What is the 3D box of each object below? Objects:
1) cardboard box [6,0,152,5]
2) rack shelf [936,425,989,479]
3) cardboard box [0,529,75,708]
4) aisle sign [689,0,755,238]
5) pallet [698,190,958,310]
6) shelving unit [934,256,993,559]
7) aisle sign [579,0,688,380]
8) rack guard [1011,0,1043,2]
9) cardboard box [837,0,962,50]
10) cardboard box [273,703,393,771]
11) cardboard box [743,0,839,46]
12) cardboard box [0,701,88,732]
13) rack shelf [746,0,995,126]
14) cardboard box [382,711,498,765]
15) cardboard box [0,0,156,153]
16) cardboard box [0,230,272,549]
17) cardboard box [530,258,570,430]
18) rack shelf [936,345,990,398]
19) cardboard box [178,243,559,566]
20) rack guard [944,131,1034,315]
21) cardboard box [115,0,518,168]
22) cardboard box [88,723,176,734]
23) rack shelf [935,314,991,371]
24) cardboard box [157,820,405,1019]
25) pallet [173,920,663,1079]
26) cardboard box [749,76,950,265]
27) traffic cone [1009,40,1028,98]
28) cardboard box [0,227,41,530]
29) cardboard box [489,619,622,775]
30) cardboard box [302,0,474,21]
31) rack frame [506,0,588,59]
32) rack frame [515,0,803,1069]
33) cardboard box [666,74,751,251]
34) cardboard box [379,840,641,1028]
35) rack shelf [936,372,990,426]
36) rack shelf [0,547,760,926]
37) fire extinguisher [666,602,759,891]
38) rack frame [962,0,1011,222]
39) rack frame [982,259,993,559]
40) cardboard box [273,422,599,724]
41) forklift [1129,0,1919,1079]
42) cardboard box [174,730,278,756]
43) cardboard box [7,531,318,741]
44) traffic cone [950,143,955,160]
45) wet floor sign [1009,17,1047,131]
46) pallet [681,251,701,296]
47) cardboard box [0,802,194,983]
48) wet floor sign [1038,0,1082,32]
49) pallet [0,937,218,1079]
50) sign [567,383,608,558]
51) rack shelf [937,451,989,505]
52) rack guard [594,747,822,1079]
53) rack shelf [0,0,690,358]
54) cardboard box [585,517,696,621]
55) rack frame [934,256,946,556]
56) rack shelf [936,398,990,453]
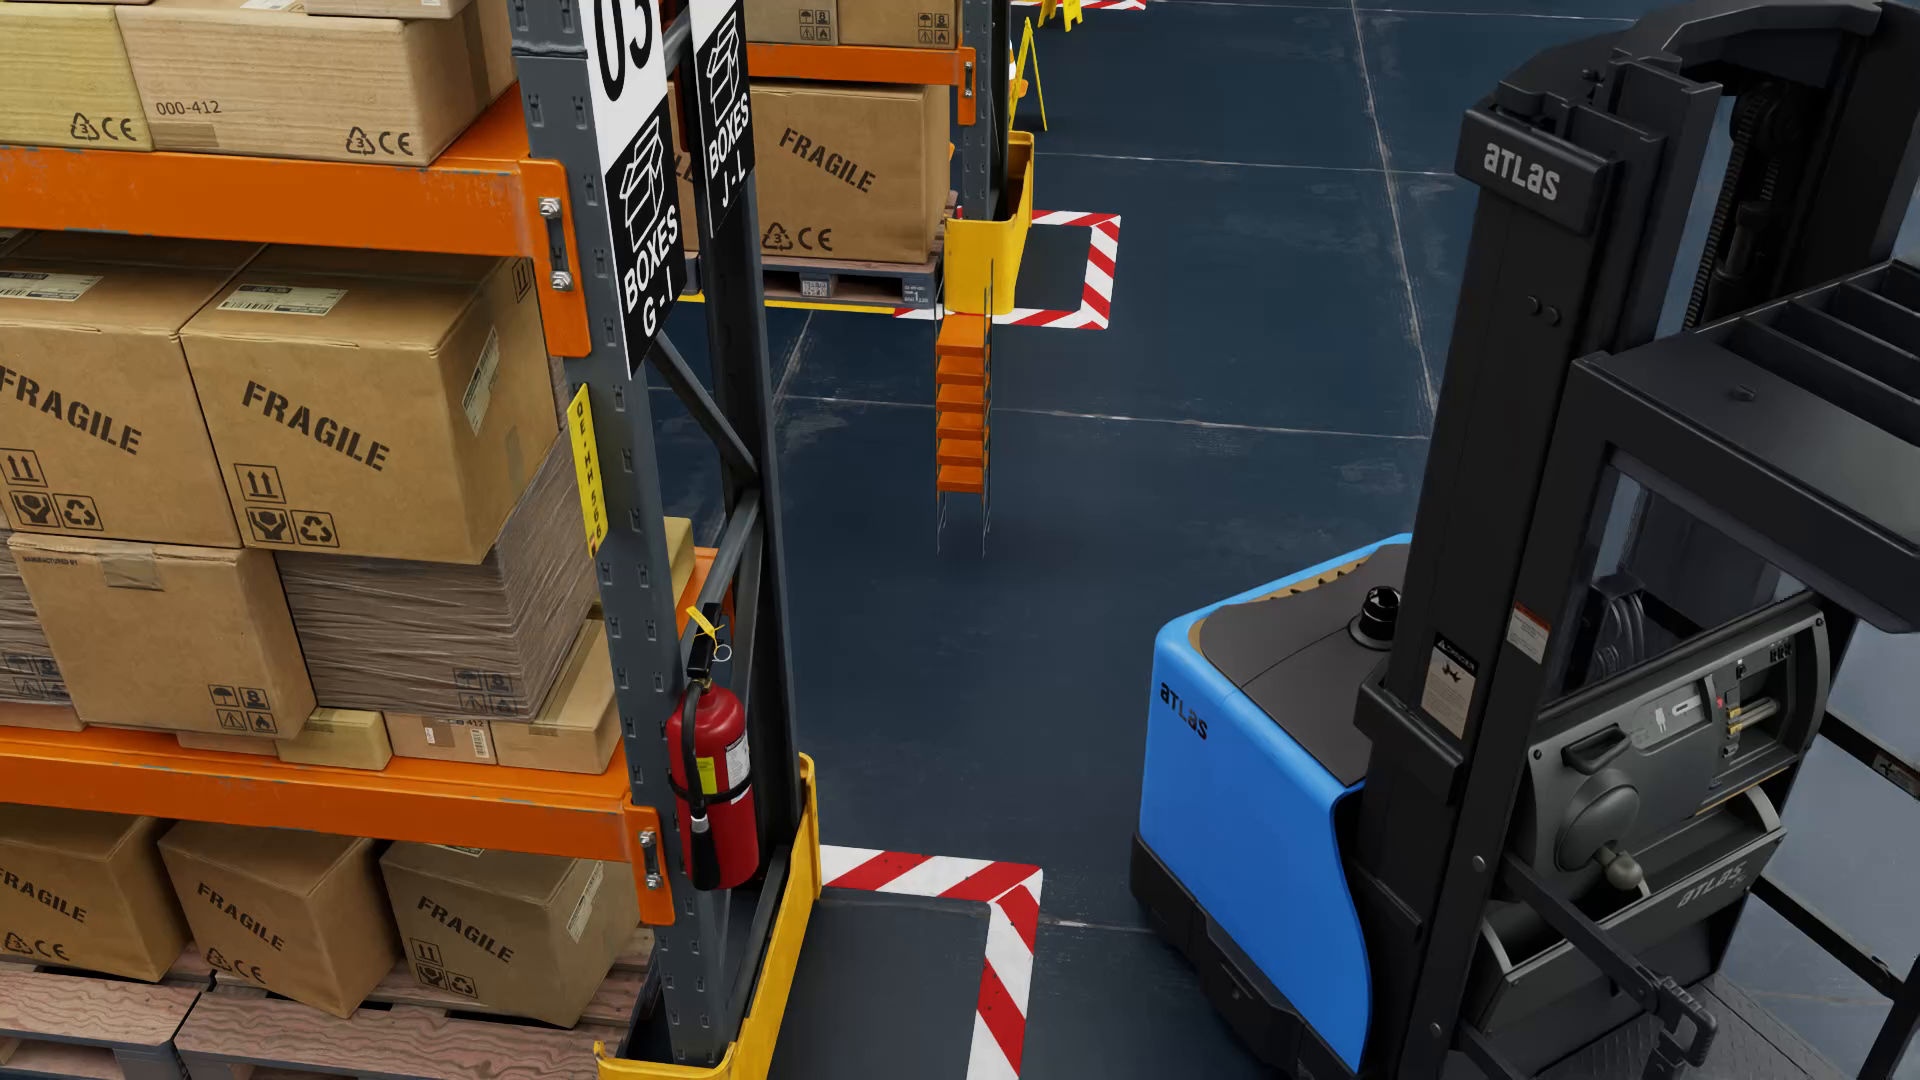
[{"bbox_3d":[-1.440,-1.050,2.843,0.250,0.149,0.380,3,36,4],"label":"cardboard box"},{"bbox_3d":[0.014,-0.353,6.495,0.180,0.103,0.258,4,36,6],"label":"rack shelf"},{"bbox_3d":[-2.140,-0.091,3.953,0.500,0.500,0.875,4,36,6],"label":"cardboard box"},{"bbox_3d":[-0.496,-1.070,3.429,0.004,0.787,0.394,4,36,6],"label":"aisle sign"},{"bbox_3d":[-0.667,-1.573,8.772,1.213,0.211,1.003,4,36,6],"label":"pallet"},{"bbox_3d":[0.014,-0.487,6.400,0.189,1.200,0.258,4,36,6],"label":"shelving unit"},{"bbox_3d":[-0.573,-0.724,2.944,0.004,0.787,0.394,4,36,6],"label":"aisle sign"},{"bbox_3d":[0.591,-4.541,12.683,0.348,0.500,1.175,4,36,6],"label":"rack guard"},{"bbox_3d":[-0.238,-2.756,7.900,0.550,0.550,0.875,4,36,6],"label":"cardboard box"},{"bbox_3d":[-1.407,0.349,3.895,0.250,0.149,0.380,4,36,6],"label":"cardboard box"},{"bbox_3d":[-0.786,-2.784,7.940,0.550,0.550,0.875,4,36,6],"label":"cardboard box"},{"bbox_3d":[-2.147,0.274,4.000,0.250,0.149,0.380,4,36,6],"label":"cardboard box"},{"bbox_3d":[-1.848,-2.549,8.358,4.000,0.370,1.077,4,36,6],"label":"rack shelf"},{"bbox_3d":[-1.153,0.338,3.910,0.250,0.149,0.380,4,36,6],"label":"cardboard box"},{"bbox_3d":[-1.602,-0.928,3.015,0.500,0.250,0.500,4,36,6],"label":"cardboard box"},{"bbox_3d":[-1.670,-0.344,3.447,0.500,0.500,0.500,4,36,6],"label":"cardboard box"},{"bbox_3d":[-1.107,-0.610,3.819,0.500,0.500,0.500,4,36,6],"label":"cardboard box"},{"bbox_3d":[0.014,-0.646,6.286,0.180,0.103,0.258,4,36,6],"label":"rack shelf"},{"bbox_3d":[-1.173,-0.310,3.400,0.500,0.500,0.500,4,36,6],"label":"cardboard box"},{"bbox_3d":[0.160,-1.674,8.666,0.348,0.500,1.175,4,36,6],"label":"rack guard"},{"bbox_3d":[-1.107,-0.892,2.965,0.500,0.250,0.500,5,36,7],"label":"cardboard box"},{"bbox_3d":[-1.896,0.280,3.992,0.250,0.149,0.380,4,36,6],"label":"cardboard box"},{"bbox_3d":[0.014,-0.744,6.217,0.180,0.103,0.258,4,36,6],"label":"rack shelf"},{"bbox_3d":[-1.811,0.923,4.665,0.500,0.500,0.500,14,38,18],"label":"cardboard box"},{"bbox_3d":[-1.473,1.206,4.879,1.213,0.211,1.003,4,36,6],"label":"pallet"},{"bbox_3d":[-0.545,-2.012,8.454,0.875,0.875,0.875,4,36,6],"label":"cardboard box"},{"bbox_3d":[0.271,-3.144,10.757,0.334,0.463,0.336,4,36,6],"label":"traffic cone"},{"bbox_3d":[-2.165,-0.382,3.501,0.500,0.500,0.500,4,36,6],"label":"cardboard box"},{"bbox_3d":[-0.905,0.357,3.884,0.250,0.149,0.380,4,36,6],"label":"cardboard box"},{"bbox_3d":[-0.911,-1.006,2.781,0.250,0.149,0.380,4,36,6],"label":"cardboard box"},{"bbox_3d":[-0.596,-2.285,2.205,0.127,3.000,1.000,4,36,6],"label":"rack frame"},{"bbox_3d":[-0.596,0.157,3.948,0.127,3.000,1.000,4,36,6],"label":"rack frame"},{"bbox_3d":[-1.418,-2.076,8.544,0.875,0.875,0.875,4,36,5],"label":"cardboard box"},{"bbox_3d":[-1.213,0.948,4.630,0.500,0.500,0.500,11,37,15],"label":"cardboard box"},{"bbox_3d":[0.014,-0.549,6.356,0.180,0.103,0.258,4,36,6],"label":"rack shelf"},{"bbox_3d":[-2.580,0.302,4.364,4.000,0.370,1.077,4,36,6],"label":"rack shelf"},{"bbox_3d":[-0.541,0.462,3.587,0.183,0.674,0.296,4,36,6],"label":"fire extinguisher"},{"bbox_3d":[0.136,-2.694,7.942,0.127,3.000,1.000,4,36,6],"label":"rack frame"},{"bbox_3d":[0.105,-0.481,6.390,0.006,1.200,0.240,4,36,6],"label":"rack frame"},{"bbox_3d":[-1.138,-0.061,3.912,0.500,0.500,0.875,4,36,6],"label":"cardboard box"},{"bbox_3d":[1.690,0.519,3.500,1.130,2.935,3.031,-18,39,-24],"label":"forklift"},{"bbox_3d":[-1.653,0.322,3.933,0.250,0.149,0.380,4,36,6],"label":"cardboard box"},{"bbox_3d":[-1.649,-0.029,3.867,0.500,0.500,0.875,4,36,6],"label":"cardboard box"},{"bbox_3d":[-0.210,-2.518,9.880,0.334,0.463,0.336,4,36,6],"label":"traffic cone"},{"bbox_3d":[0.417,-2.874,10.221,0.232,0.644,0.267,-2,36,-2],"label":"wet floor sign"},{"bbox_3d":[-1.874,-1.664,8.900,1.213,0.211,1.003,4,36,6],"label":"pallet"},{"bbox_3d":[-2.429,0.866,4.745,0.500,0.500,0.500,7,36,10],"label":"cardboard box"},{"bbox_3d":[0.718,-3.964,11.749,0.232,0.644,0.267,17,39,22],"label":"wet floor sign"},{"bbox_3d":[-2.679,1.114,5.007,1.213,0.211,1.003,4,36,6],"label":"pallet"},{"bbox_3d":[-0.687,-0.125,3.074,0.005,0.325,0.100,4,36,6],"label":"sign"},{"bbox_3d":[0.014,-0.256,6.565,0.180,0.103,0.258,4,36,6],"label":"rack shelf"},{"bbox_3d":[-0.671,1.169,4.682,0.348,0.500,1.175,4,36,6],"label":"rack guard"},{"bbox_3d":[-2.580,-0.919,3.493,4.000,0.370,1.077,4,36,6],"label":"rack shelf"},{"bbox_3d":[-0.848,0.101,4.243,0.250,0.149,0.380,4,36,6],"label":"cardboard box"},{"bbox_3d":[-0.076,-0.494,6.409,0.006,1.200,0.240,4,36,6],"label":"rack frame"},{"bbox_3d":[0.014,-0.451,6.426,0.180,0.103,0.258,4,36,6],"label":"rack shelf"}]
